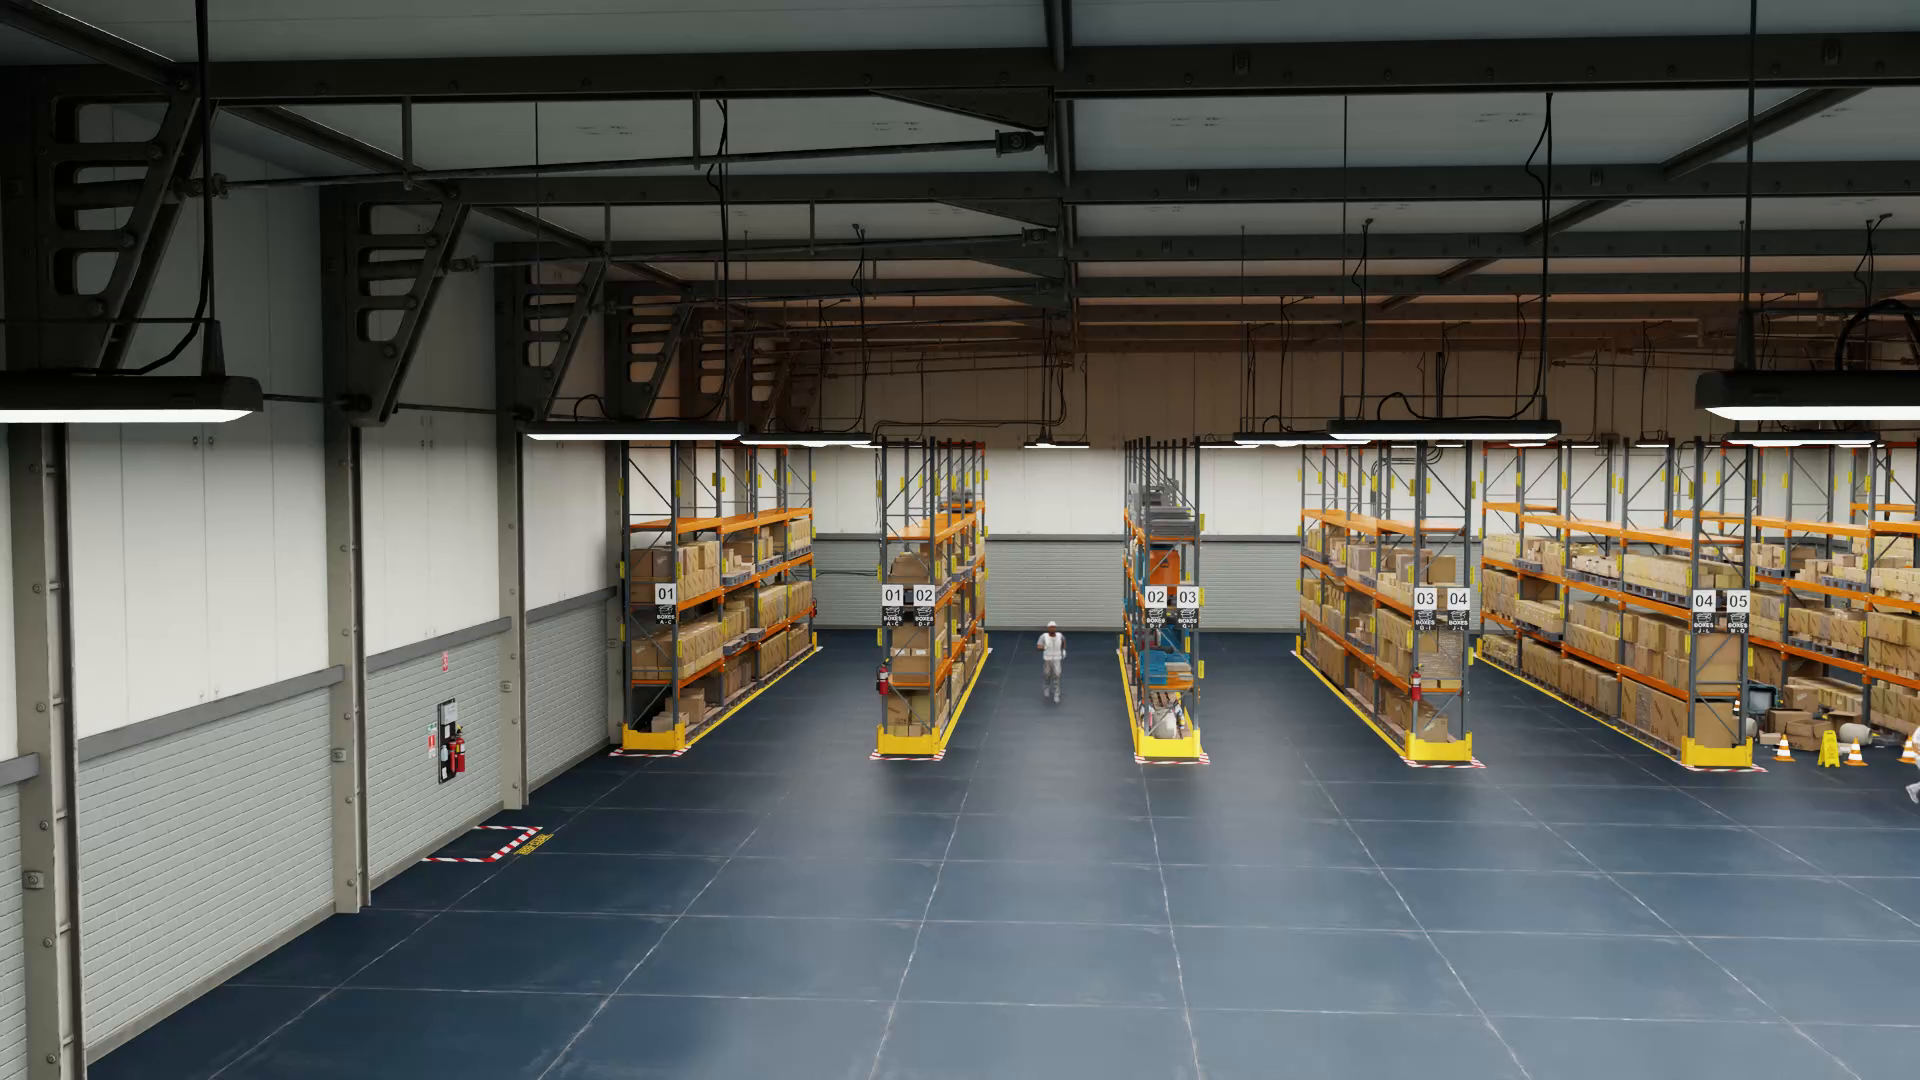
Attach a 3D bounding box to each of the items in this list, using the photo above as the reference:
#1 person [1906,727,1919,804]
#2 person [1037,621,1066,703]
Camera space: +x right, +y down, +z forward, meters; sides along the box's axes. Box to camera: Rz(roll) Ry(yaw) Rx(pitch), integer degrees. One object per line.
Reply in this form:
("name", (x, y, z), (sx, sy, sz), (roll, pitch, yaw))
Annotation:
("person", (15.330, 3.505, 26.385), (0.602, 1.650, 0.612), (-2, 4, -33))
("person", (2.096, 2.767, 38.130), (0.704, 1.812, 0.906), (0, 3, -6))
